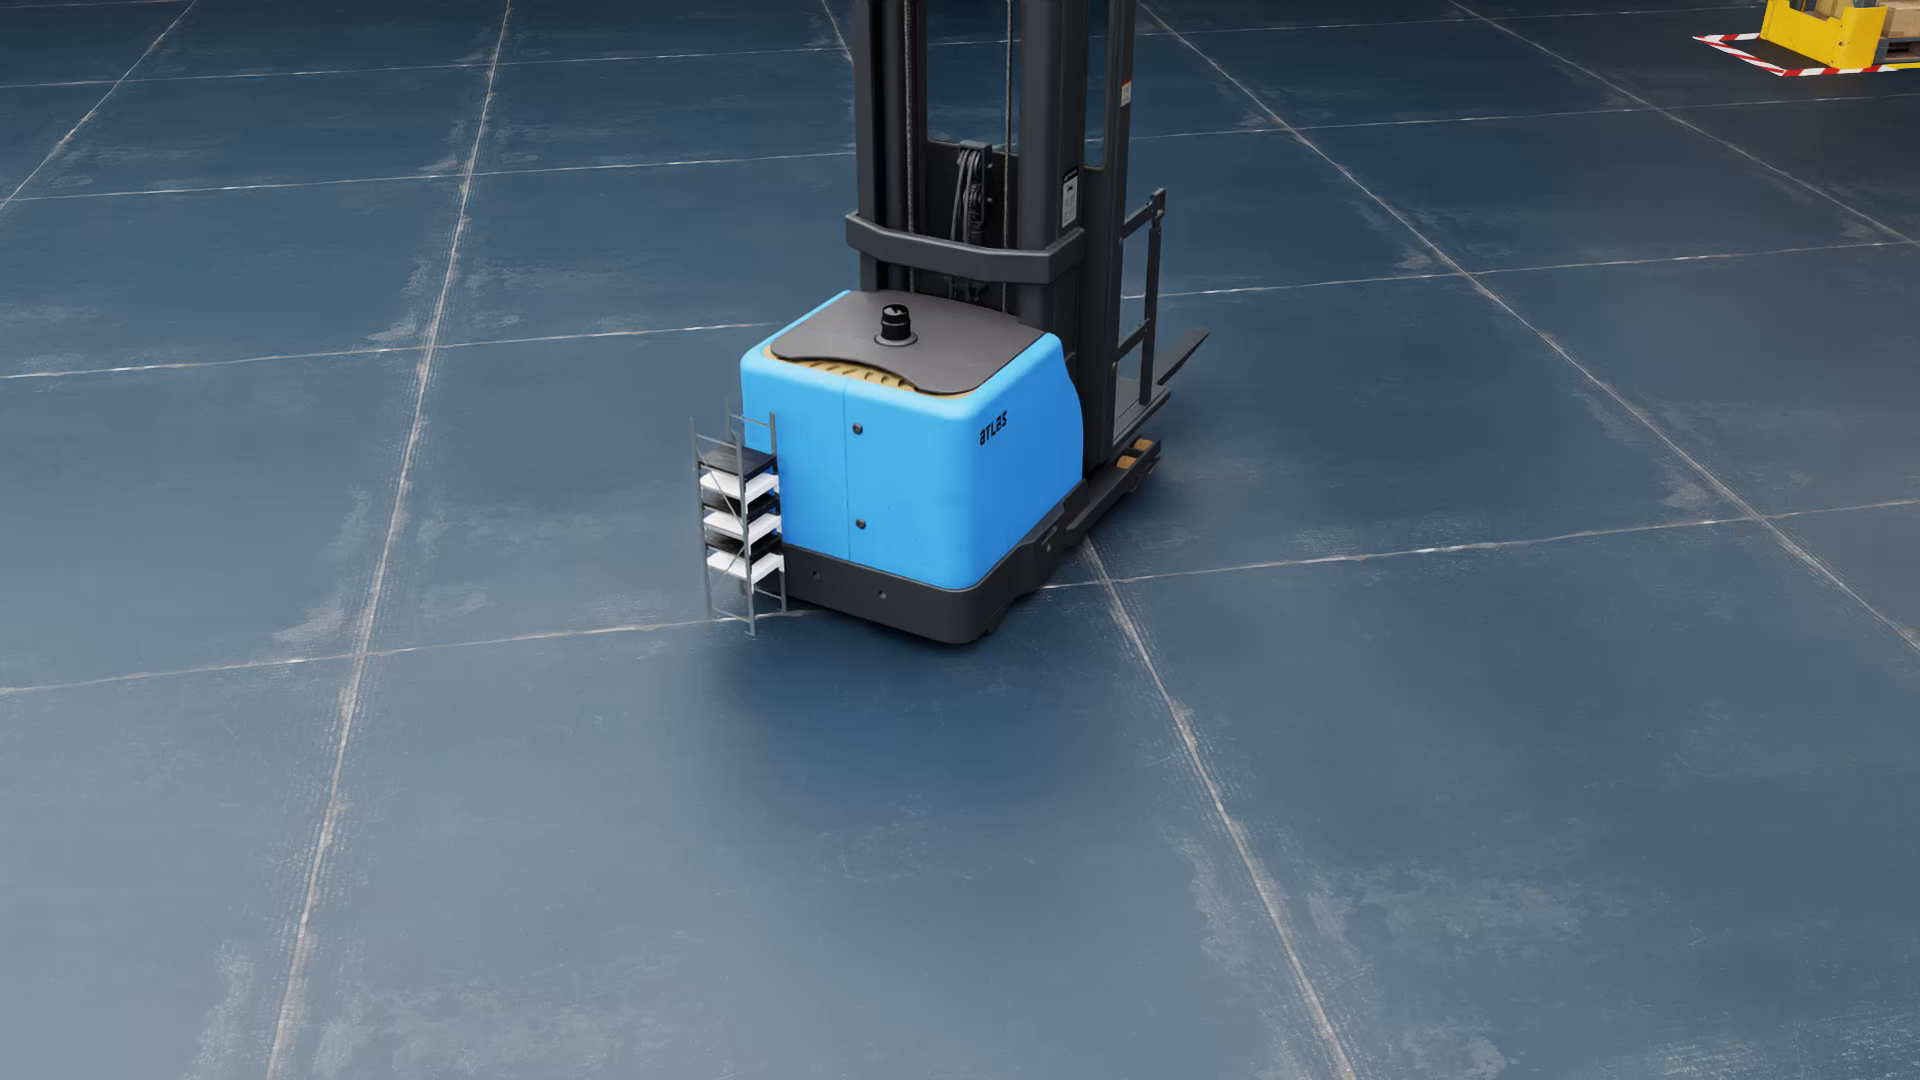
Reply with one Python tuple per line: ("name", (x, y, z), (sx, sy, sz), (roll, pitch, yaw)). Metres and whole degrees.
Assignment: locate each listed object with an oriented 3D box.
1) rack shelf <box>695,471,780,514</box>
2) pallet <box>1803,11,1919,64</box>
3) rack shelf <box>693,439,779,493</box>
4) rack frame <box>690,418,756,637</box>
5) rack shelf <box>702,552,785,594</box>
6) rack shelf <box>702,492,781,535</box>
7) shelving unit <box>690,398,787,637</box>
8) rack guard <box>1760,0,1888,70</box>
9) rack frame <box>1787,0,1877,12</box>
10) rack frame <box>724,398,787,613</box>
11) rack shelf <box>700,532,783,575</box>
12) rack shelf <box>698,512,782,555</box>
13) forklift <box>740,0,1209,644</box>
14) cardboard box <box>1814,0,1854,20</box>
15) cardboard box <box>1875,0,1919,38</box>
("rack shelf", (-0.859, -0.207, 6.426), (0.258, 0.077, 0.200), (18, 35, 27))
("pallet", (8.208, -4.440, 14.593), (1.213, 0.211, 1.003), (-5, 31, -9))
("rack shelf", (-0.859, -0.285, 6.380), (0.258, 0.077, 0.200), (18, 35, 27))
("rack frame", (-0.914, -0.037, 6.426), (0.240, 0.900, 0.006), (18, 35, 27))
("rack shelf", (-0.859, 0.103, 6.608), (0.258, 0.077, 0.200), (18, 35, 27))
("rack shelf", (-0.859, -0.130, 6.471), (0.258, 0.077, 0.200), (18, 35, 27))
("shelving unit", (-0.859, -0.081, 6.500), (0.258, 0.900, 0.210), (18, 35, 27))
("rack guard", (7.440, -4.472, 14.362), (0.348, 0.500, 1.175), (-5, 31, -9))
("rack frame", (7.463, -5.551, 13.732), (0.127, 3.000, 1.000), (-5, 31, -9))
("rack frame", (-0.805, -0.125, 6.574), (0.240, 0.900, 0.006), (18, 35, 27))
("rack shelf", (-0.859, 0.025, 6.562), (0.258, 0.077, 0.200), (18, 35, 27))
("rack shelf", (-0.859, -0.052, 6.517), (0.258, 0.077, 0.200), (18, 35, 27))
("forklift", (0.285, -1.581, 7.047), (1.130, 2.935, 3.031), (15, 34, 24))
("cardboard box", (7.938, -4.743, 14.656), (0.500, 0.250, 0.500), (-5, 31, -9))
("cardboard box", (8.031, -4.485, 14.217), (0.500, 0.250, 0.500), (-5, 31, -9))
